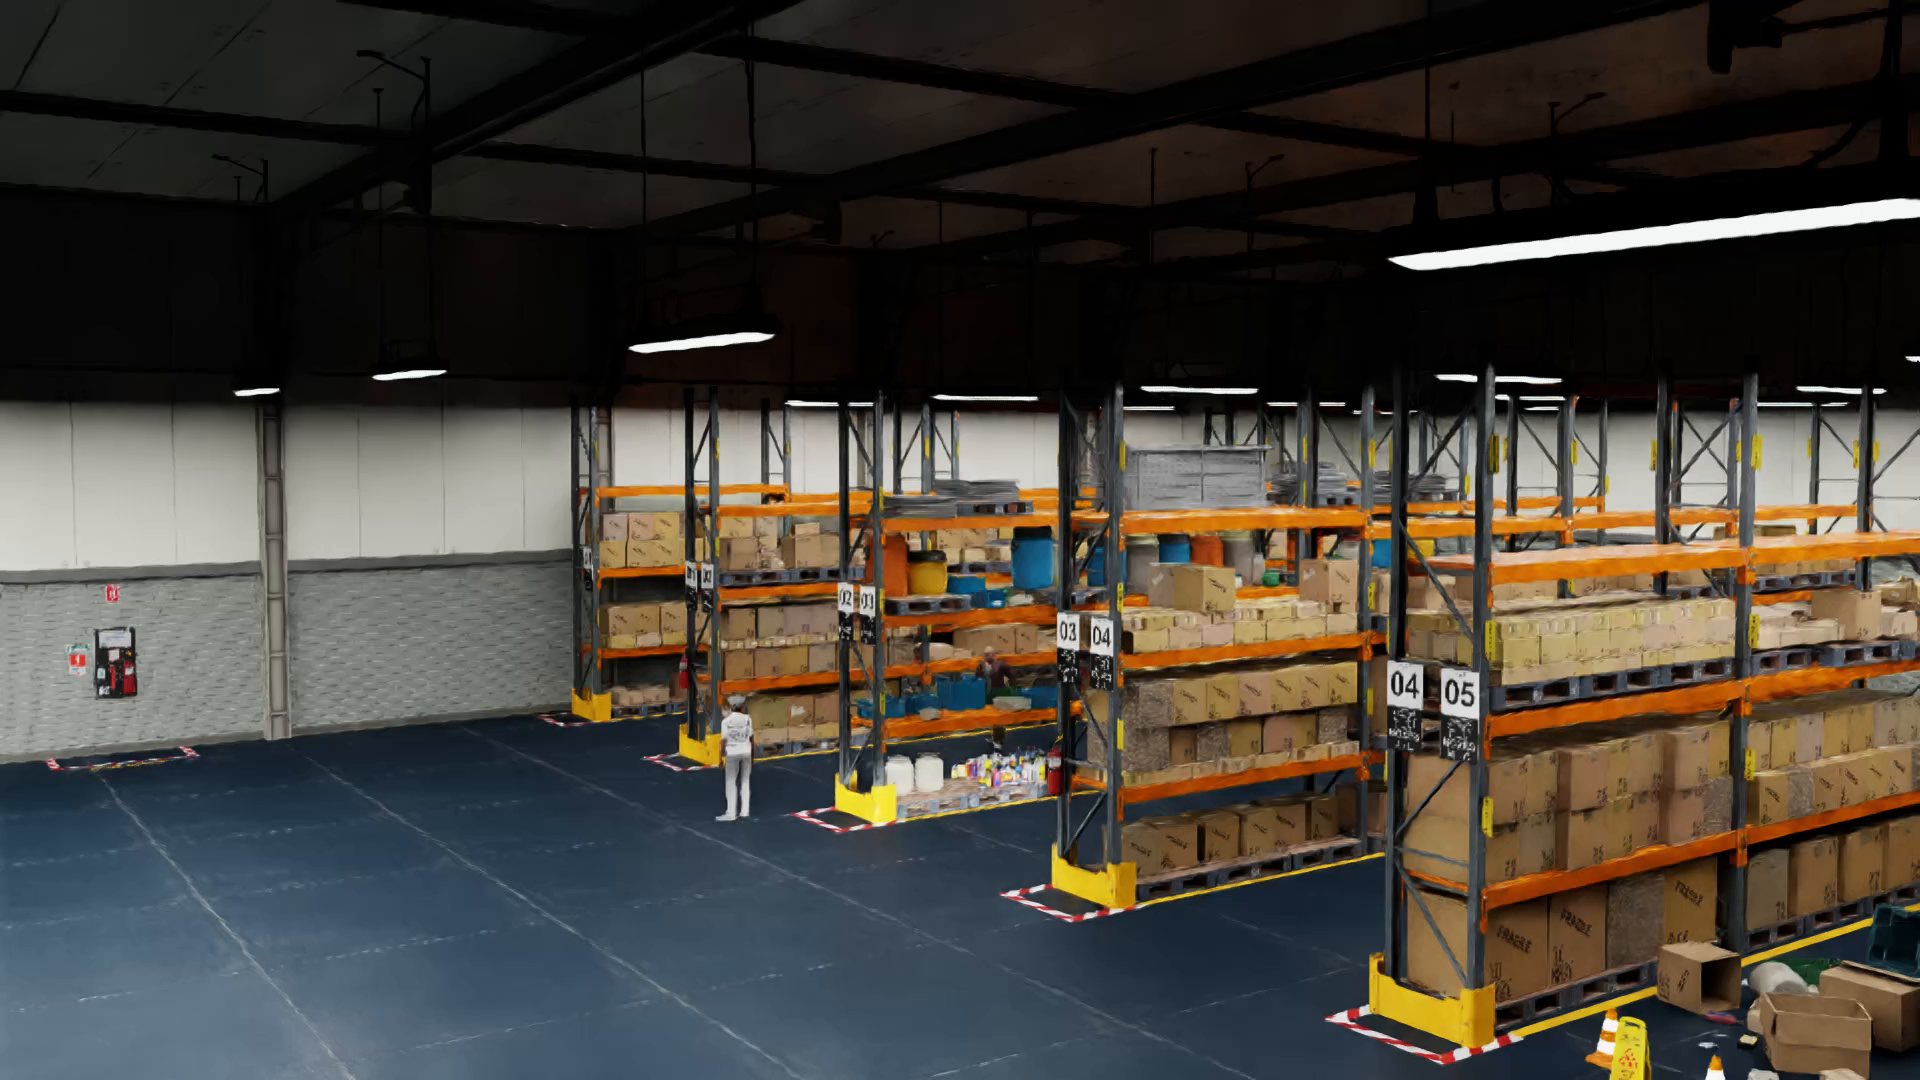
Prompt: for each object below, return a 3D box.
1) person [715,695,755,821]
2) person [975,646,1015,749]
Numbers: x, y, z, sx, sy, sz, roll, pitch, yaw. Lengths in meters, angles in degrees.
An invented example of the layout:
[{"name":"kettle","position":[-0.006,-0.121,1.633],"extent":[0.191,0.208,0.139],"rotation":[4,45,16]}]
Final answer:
[{"name":"person","position":[-3.072,2.959,22.639],"extent":[0.577,1.666,0.378],"rotation":[-2,4,-26]},{"name":"person","position":[0.589,2.613,27.952],"extent":[0.728,1.708,0.879],"rotation":[3,4,40]}]
